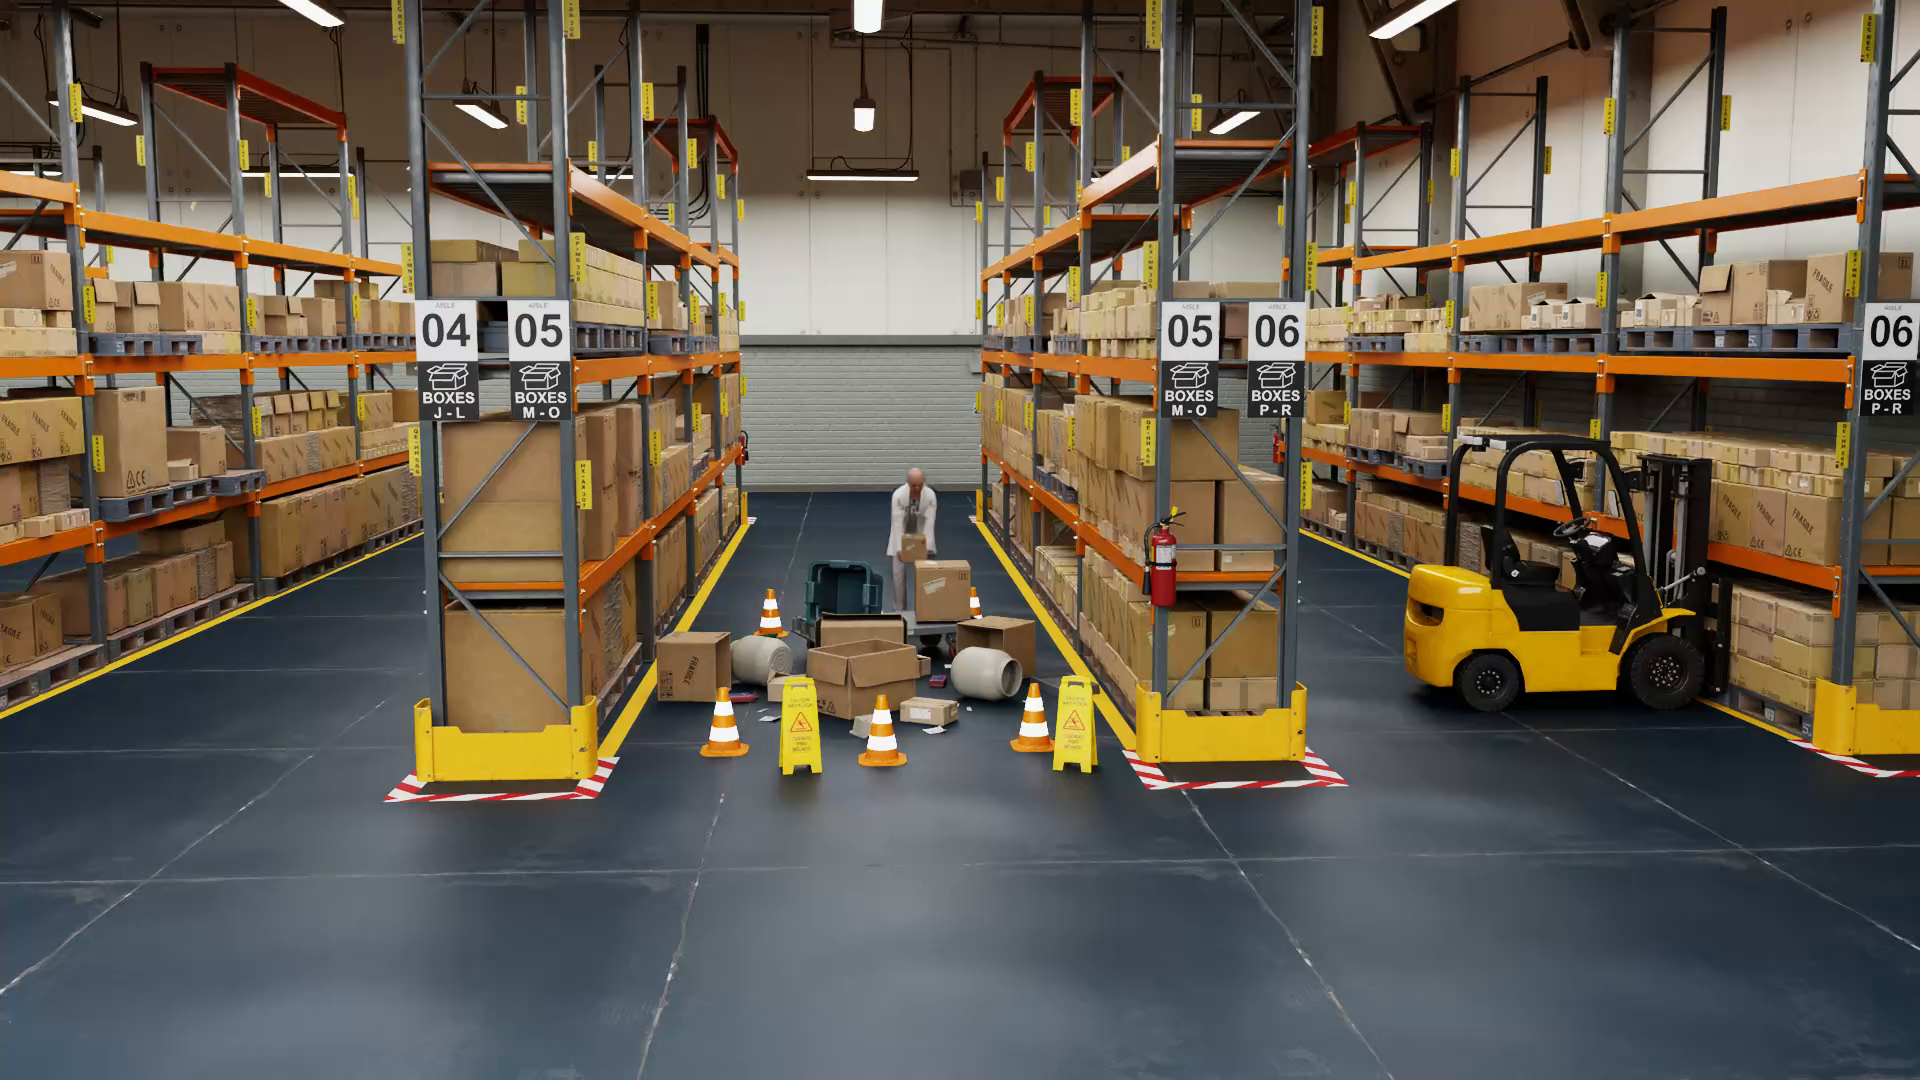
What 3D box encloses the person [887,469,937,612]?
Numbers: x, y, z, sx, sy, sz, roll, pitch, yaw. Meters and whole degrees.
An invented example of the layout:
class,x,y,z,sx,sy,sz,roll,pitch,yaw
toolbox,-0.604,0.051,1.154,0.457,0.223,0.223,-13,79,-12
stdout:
class,x,y,z,sx,sy,sz,roll,pitch,yaw
person,-0.502,0.046,17.584,0.544,1.627,0.697,-1,7,-5
